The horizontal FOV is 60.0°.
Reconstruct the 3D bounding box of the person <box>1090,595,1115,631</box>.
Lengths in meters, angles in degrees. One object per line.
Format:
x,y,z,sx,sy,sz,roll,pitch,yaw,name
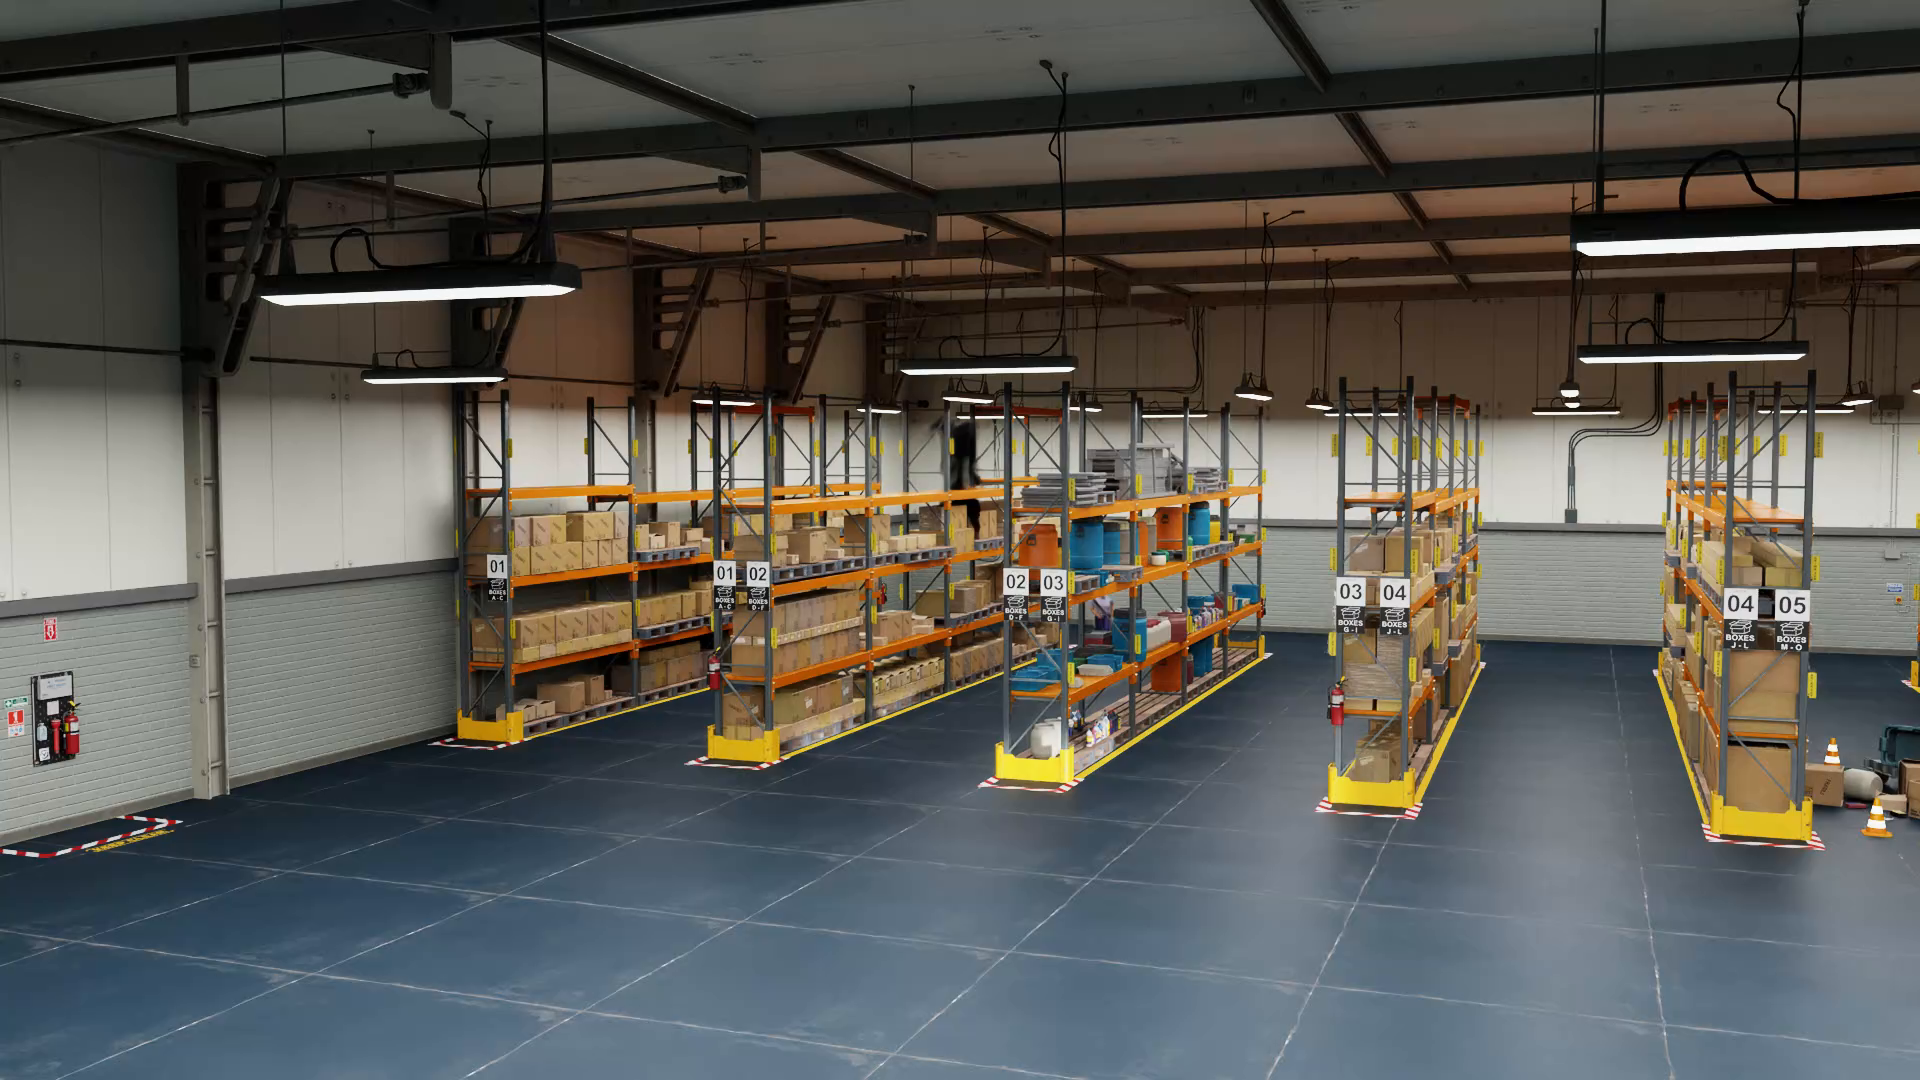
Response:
3.494,1.965,40.877,0.612,1.634,0.764,0,3,-2,person
